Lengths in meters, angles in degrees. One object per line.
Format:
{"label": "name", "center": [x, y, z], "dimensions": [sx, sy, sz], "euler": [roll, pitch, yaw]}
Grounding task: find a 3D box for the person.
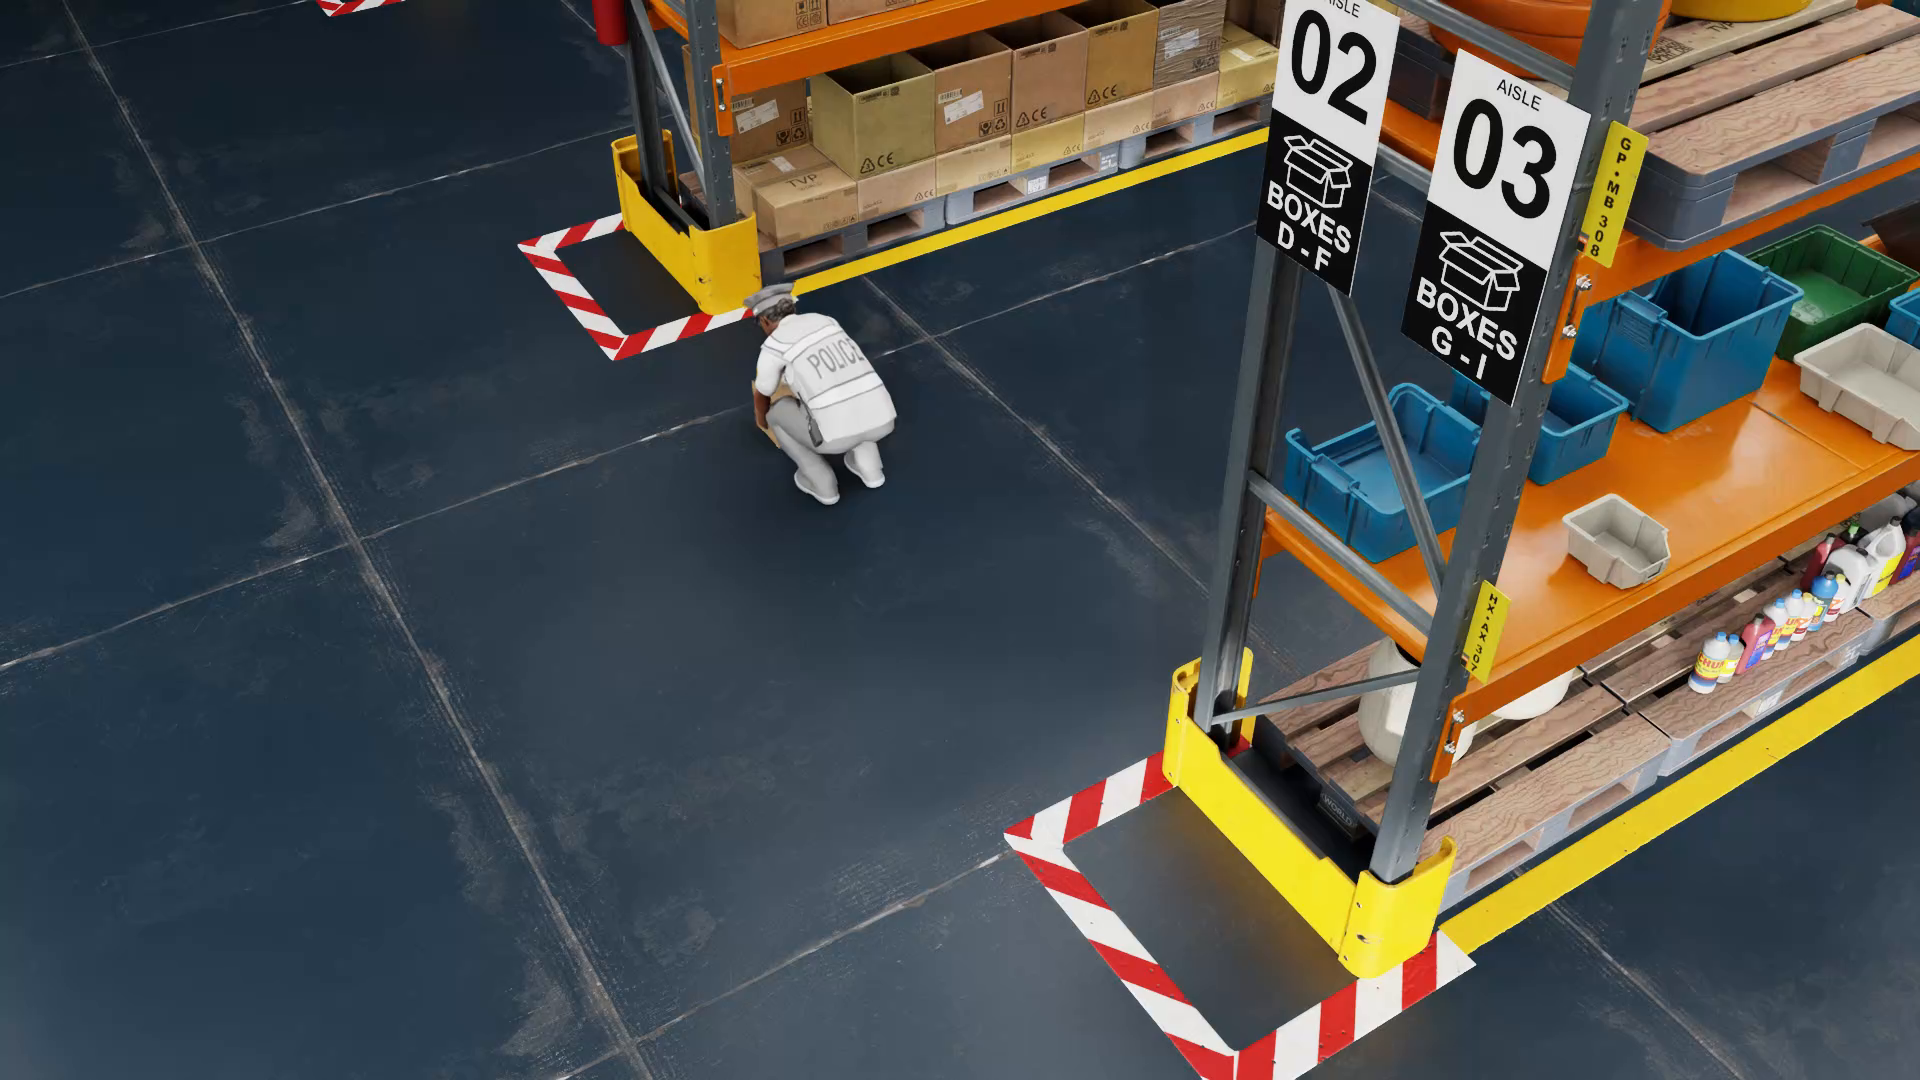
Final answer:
{"label": "person", "center": [-0.642, -0.677, 7.545], "dimensions": [0.481, 0.874, 0.867], "euler": [-23, 46, -24]}
